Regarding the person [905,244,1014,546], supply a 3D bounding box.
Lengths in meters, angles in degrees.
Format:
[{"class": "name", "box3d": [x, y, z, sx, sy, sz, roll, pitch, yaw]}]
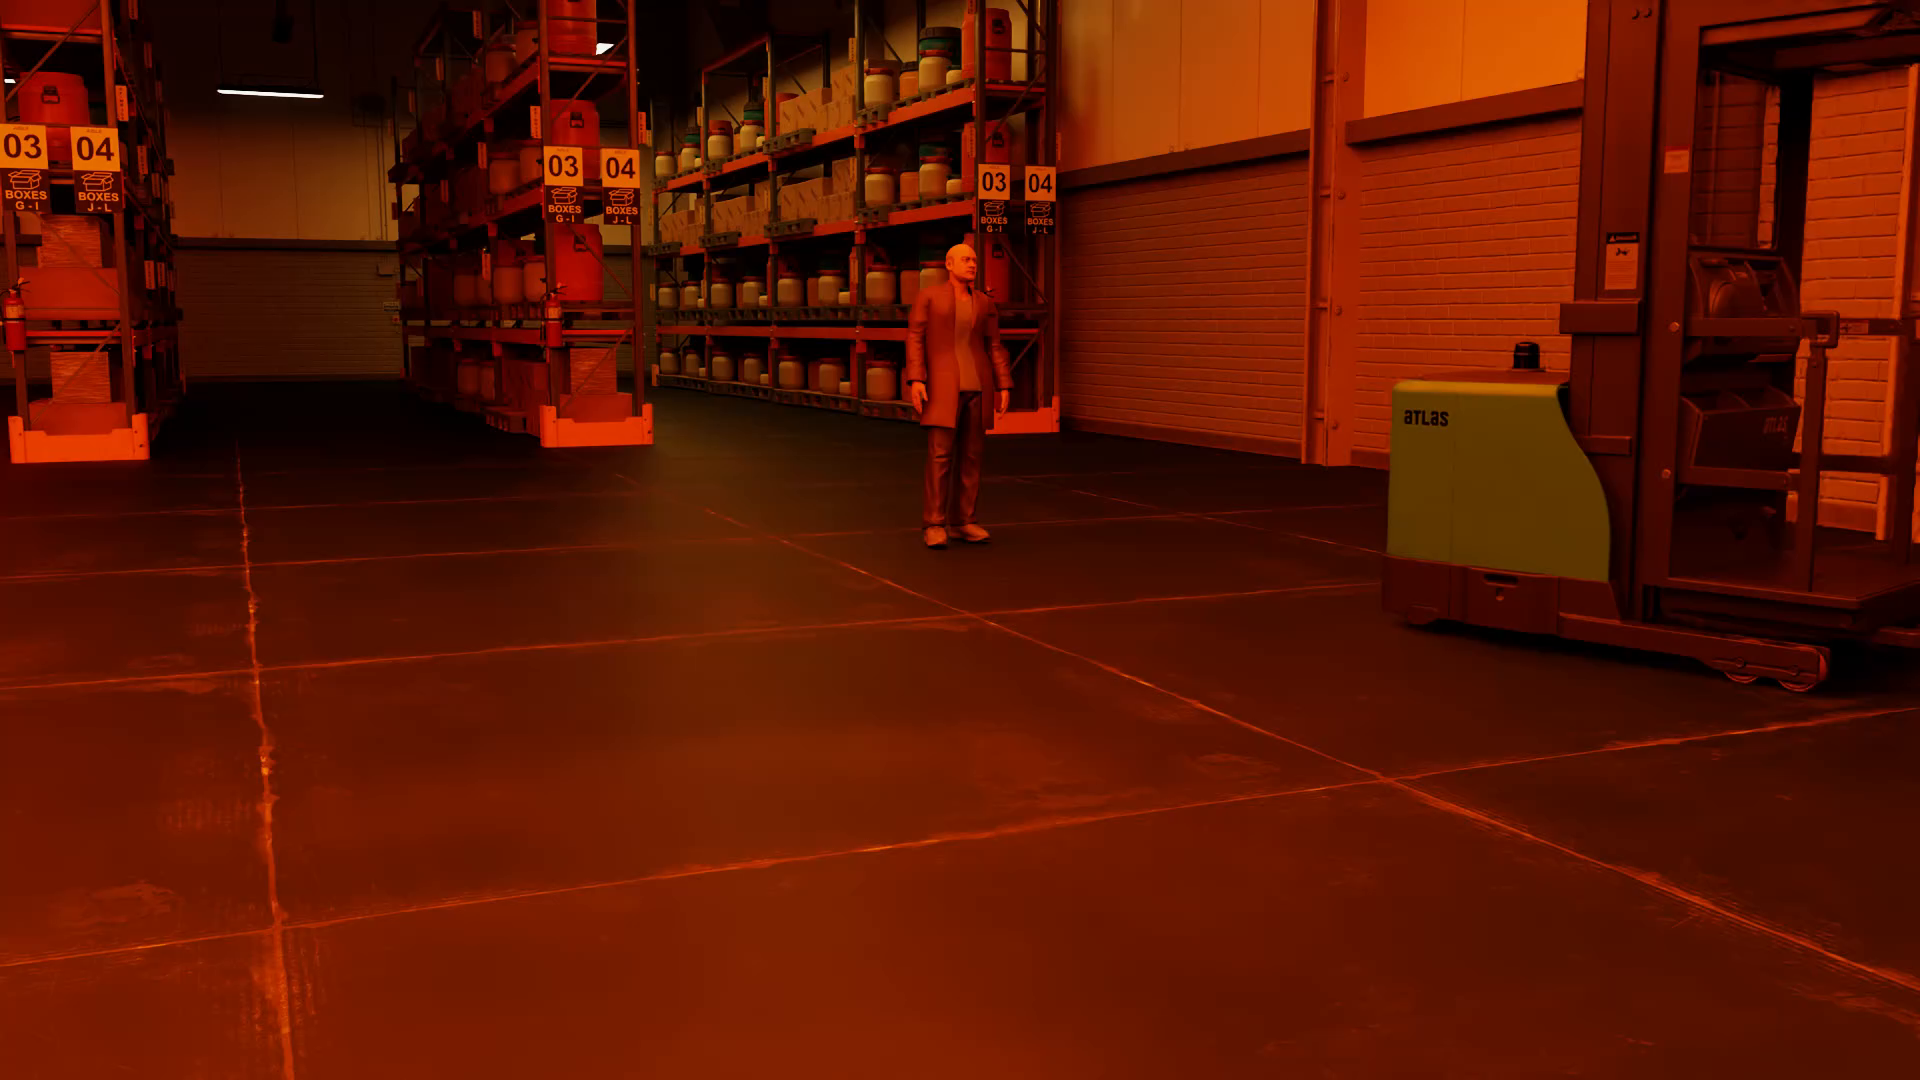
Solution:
[{"class": "person", "box3d": [0.032, -0.877, 9.952, 0.696, 1.775, 0.582, -3, 8, -23]}]

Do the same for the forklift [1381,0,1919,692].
[{"class": "forklift", "box3d": [3.220, -0.981, 6.376, 1.130, 2.935, 3.031, -7, 10, -42]}]
